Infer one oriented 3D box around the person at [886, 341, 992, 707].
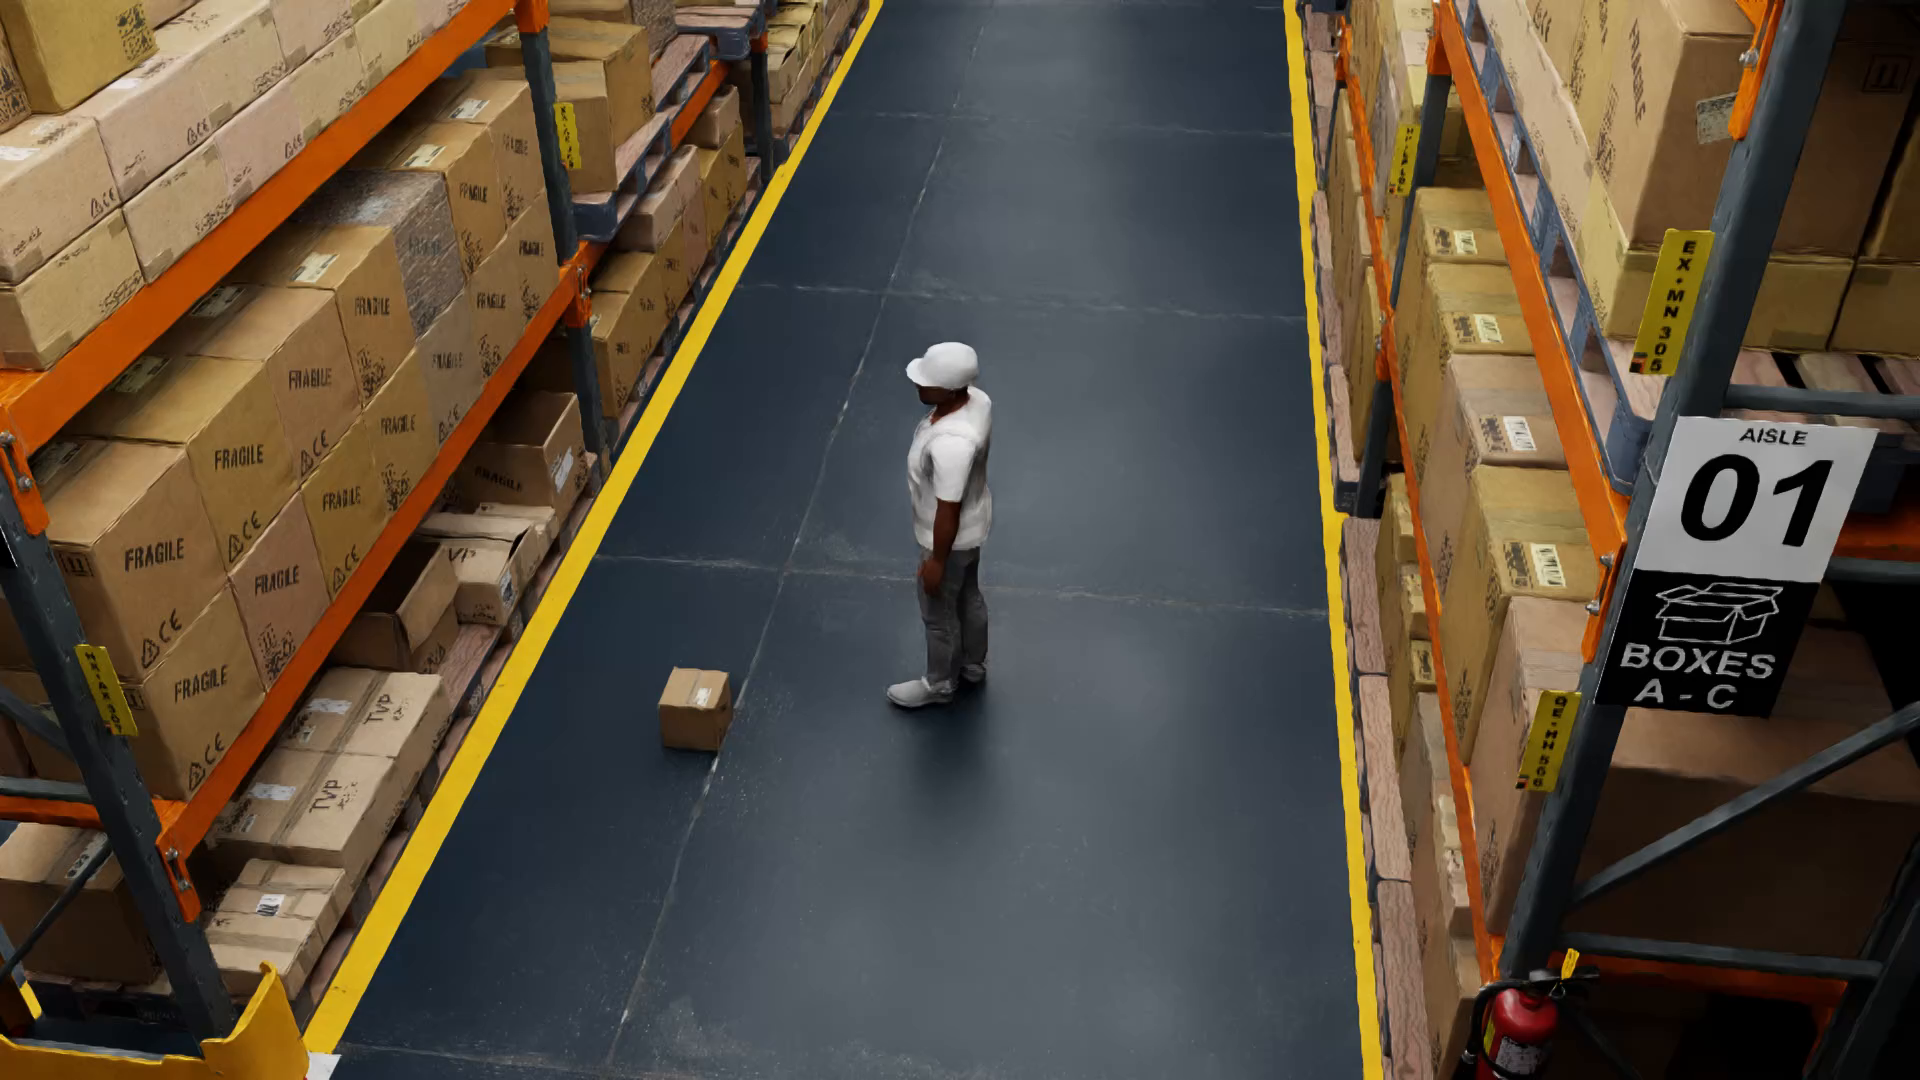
[{"bbox_3d":[-0.083,-0.068,7.083,0.440,1.767,0.678,6,36,8],"label":"person"}]
